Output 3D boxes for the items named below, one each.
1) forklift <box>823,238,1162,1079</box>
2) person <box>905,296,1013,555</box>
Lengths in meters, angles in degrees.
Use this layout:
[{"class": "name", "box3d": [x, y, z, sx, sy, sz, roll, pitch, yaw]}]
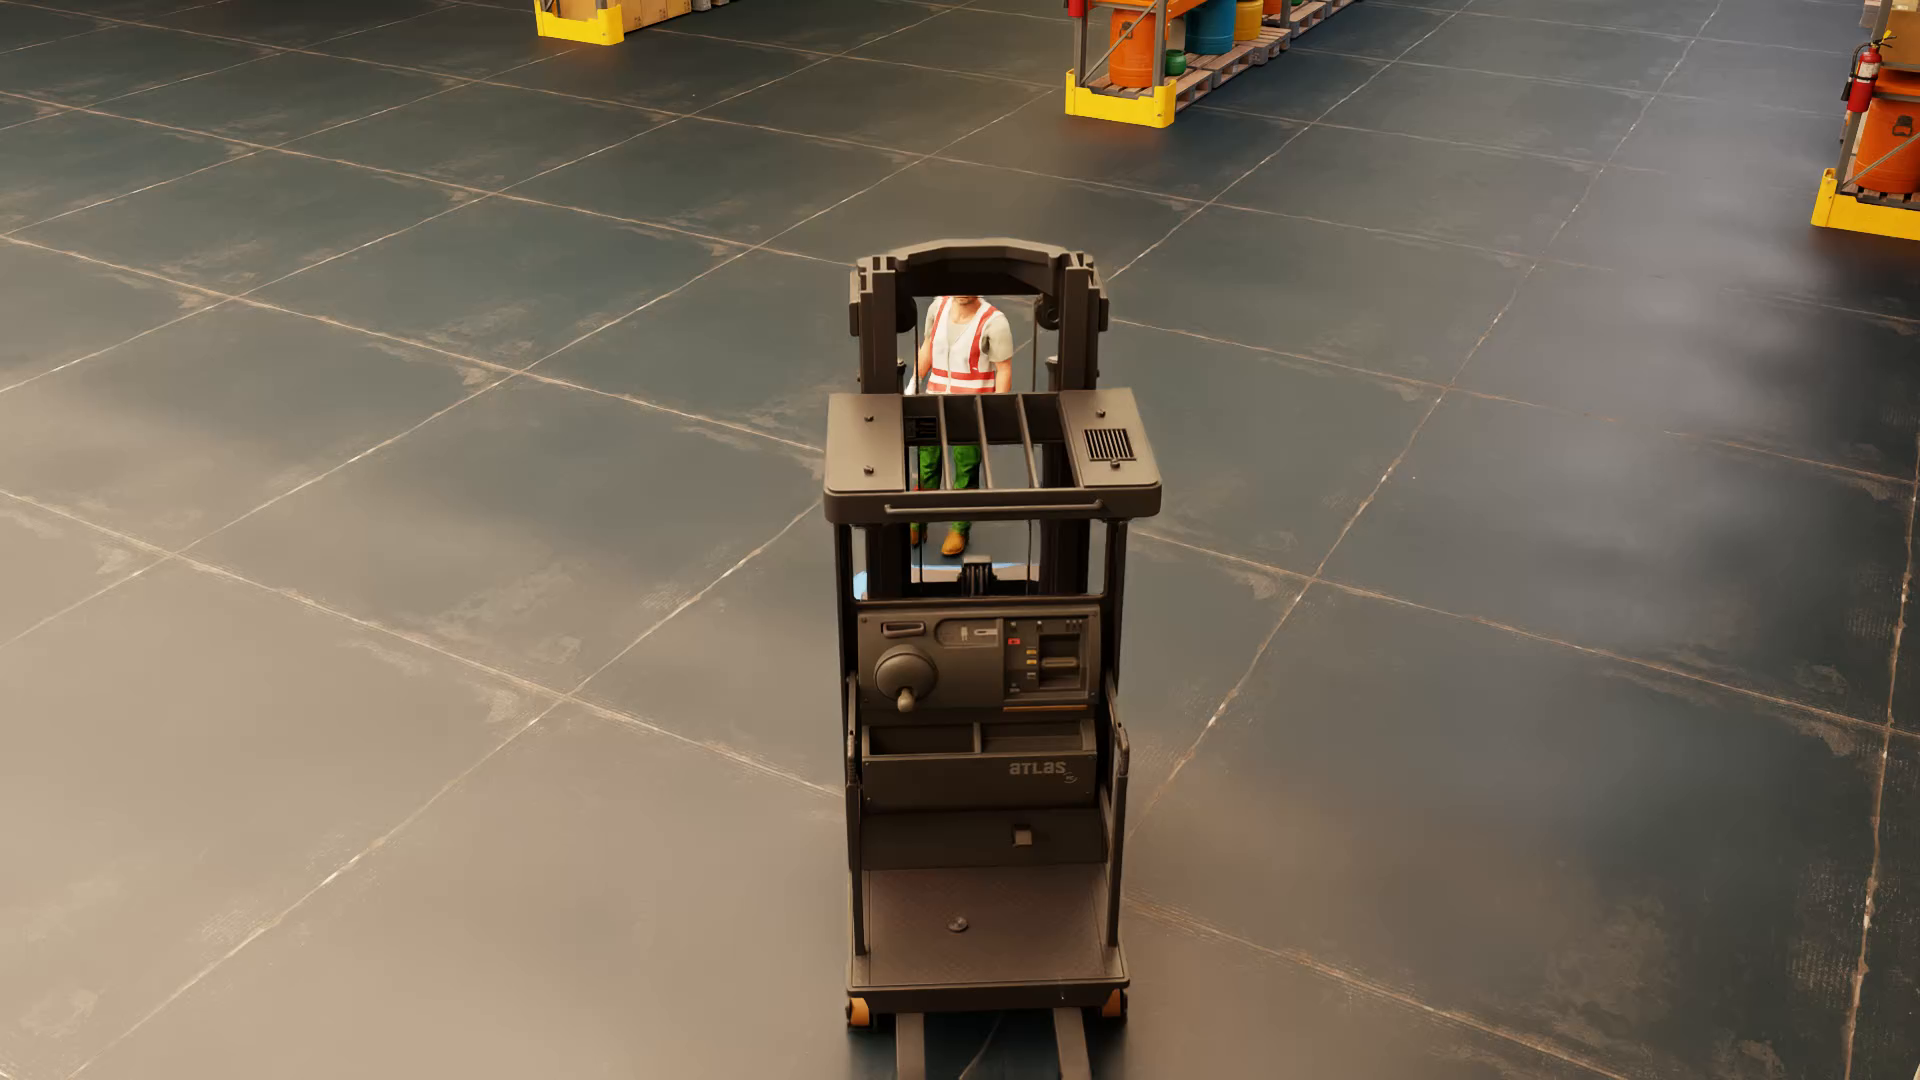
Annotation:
[{"class": "forklift", "box3d": [0.088, 0.504, 6.197, 1.130, 2.935, 3.031, -1, 30, -2]}, {"class": "person", "box3d": [-0.050, -0.749, 9.496, 0.637, 1.790, 0.562, 15, 33, 25]}]
